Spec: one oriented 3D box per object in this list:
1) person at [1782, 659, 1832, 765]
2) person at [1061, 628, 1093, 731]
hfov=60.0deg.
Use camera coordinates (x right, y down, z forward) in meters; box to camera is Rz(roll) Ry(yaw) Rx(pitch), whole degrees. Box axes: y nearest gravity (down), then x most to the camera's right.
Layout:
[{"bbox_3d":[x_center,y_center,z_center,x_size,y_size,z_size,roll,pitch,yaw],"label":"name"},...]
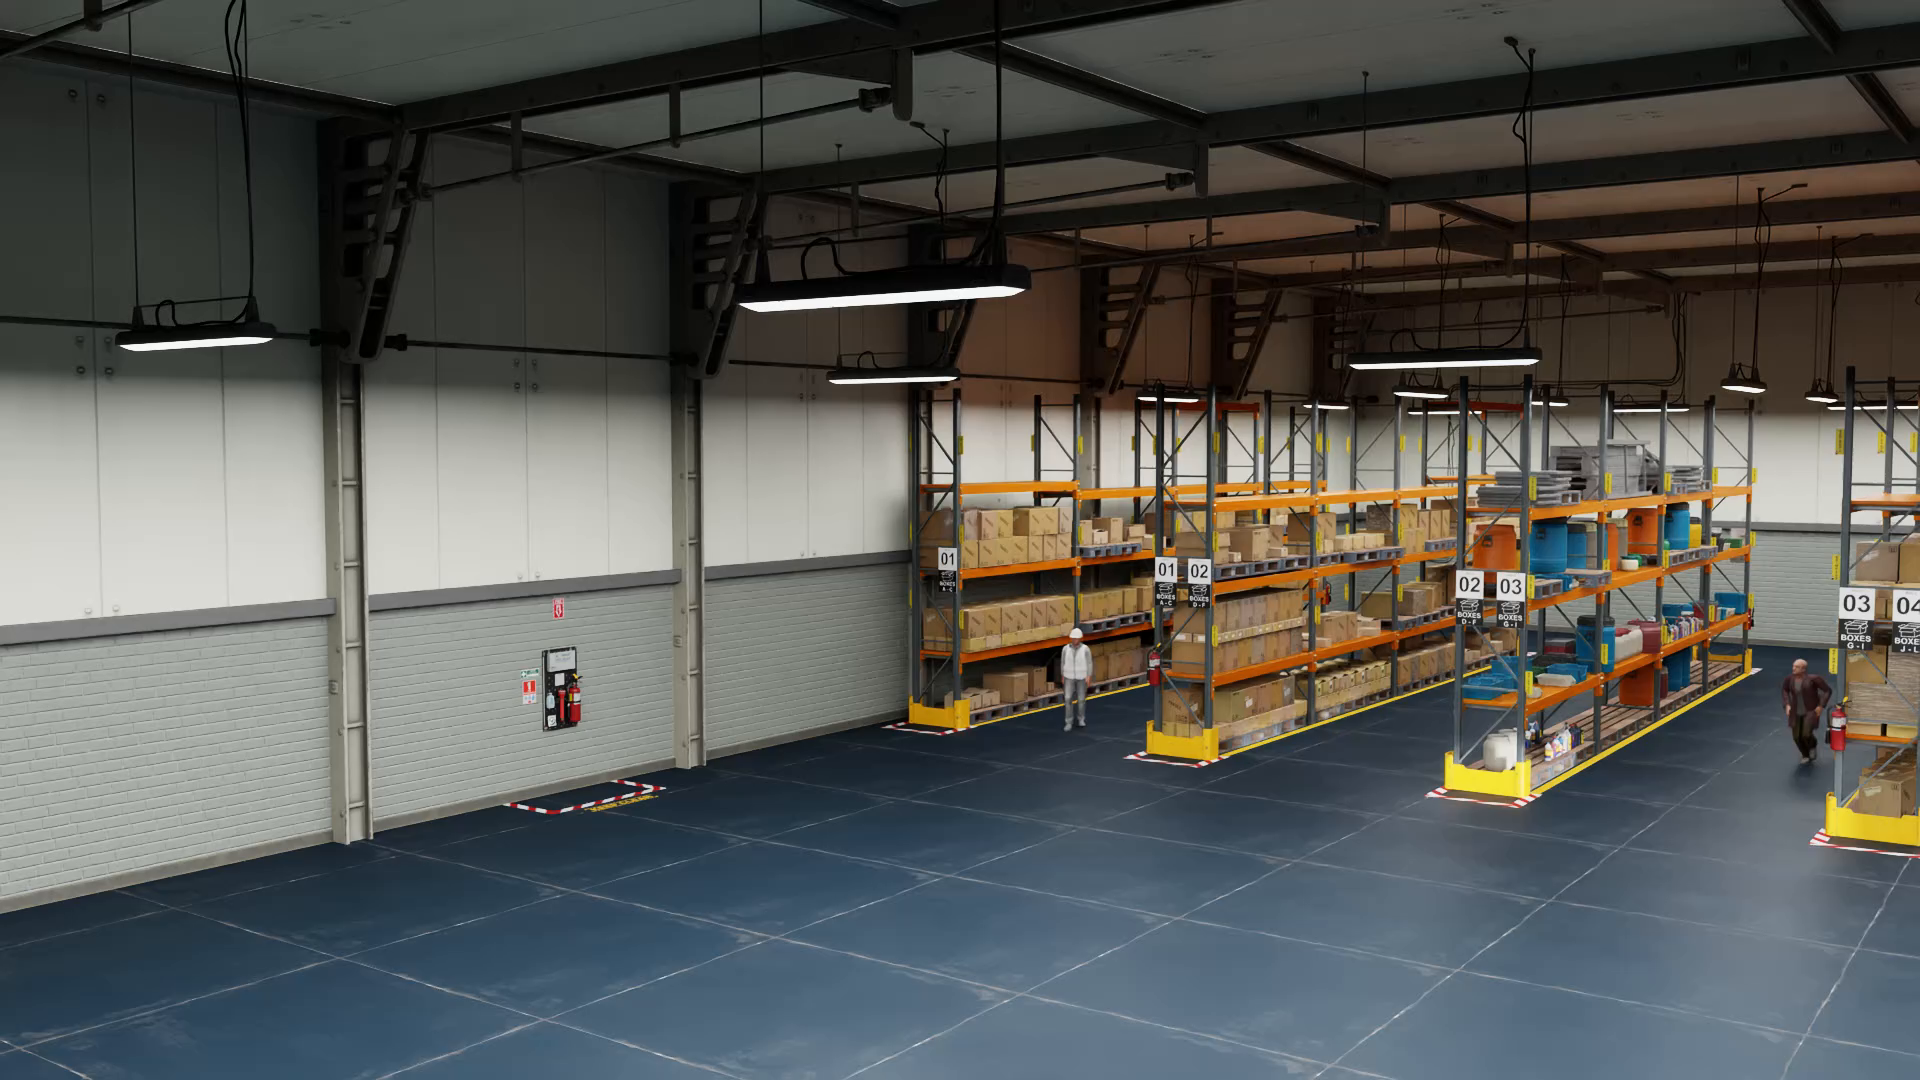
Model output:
[{"bbox_3d":[13.240,2.688,25.991,0.751,1.684,0.635,3,5,44],"label":"person"},{"bbox_3d":[2.057,2.449,29.384,0.581,1.786,0.687,1,3,12],"label":"person"}]
